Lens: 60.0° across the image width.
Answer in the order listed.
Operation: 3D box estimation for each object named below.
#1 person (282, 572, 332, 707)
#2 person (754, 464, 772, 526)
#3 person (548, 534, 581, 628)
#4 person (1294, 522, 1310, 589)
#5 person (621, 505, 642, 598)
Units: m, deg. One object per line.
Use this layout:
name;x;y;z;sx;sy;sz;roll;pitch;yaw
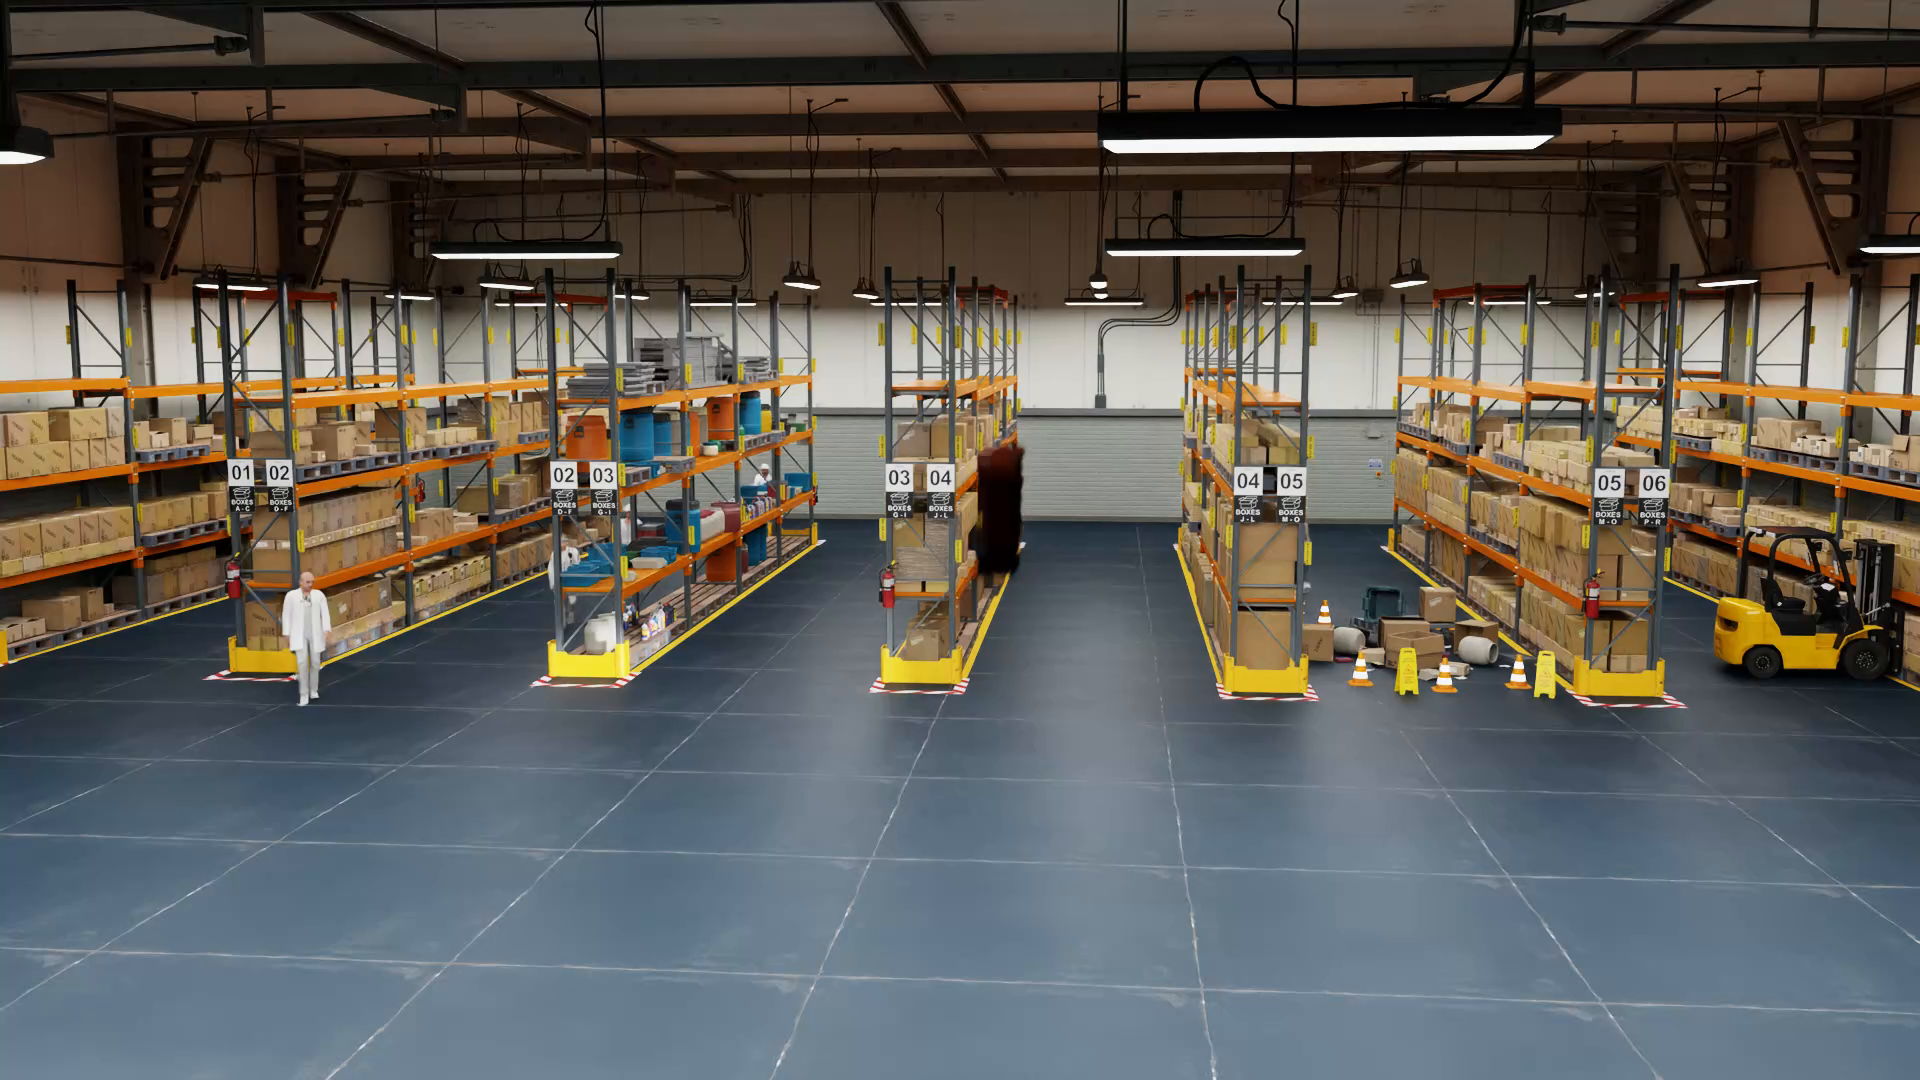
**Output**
person;-8.992;1.357;22.949;0.612;1.818;0.699;-5;8;-34
person;-5.202;-1.166;43.809;1.076;1.716;0.548;4;8;27
person;-6.844;0.693;28.869;0.583;1.659;0.548;-1;7;-6
person;6.743;0.206;33.066;0.458;1.595;0.466;0;7;4
person;-6.451;0.192;32.319;0.541;1.756;0.866;2;7;15
